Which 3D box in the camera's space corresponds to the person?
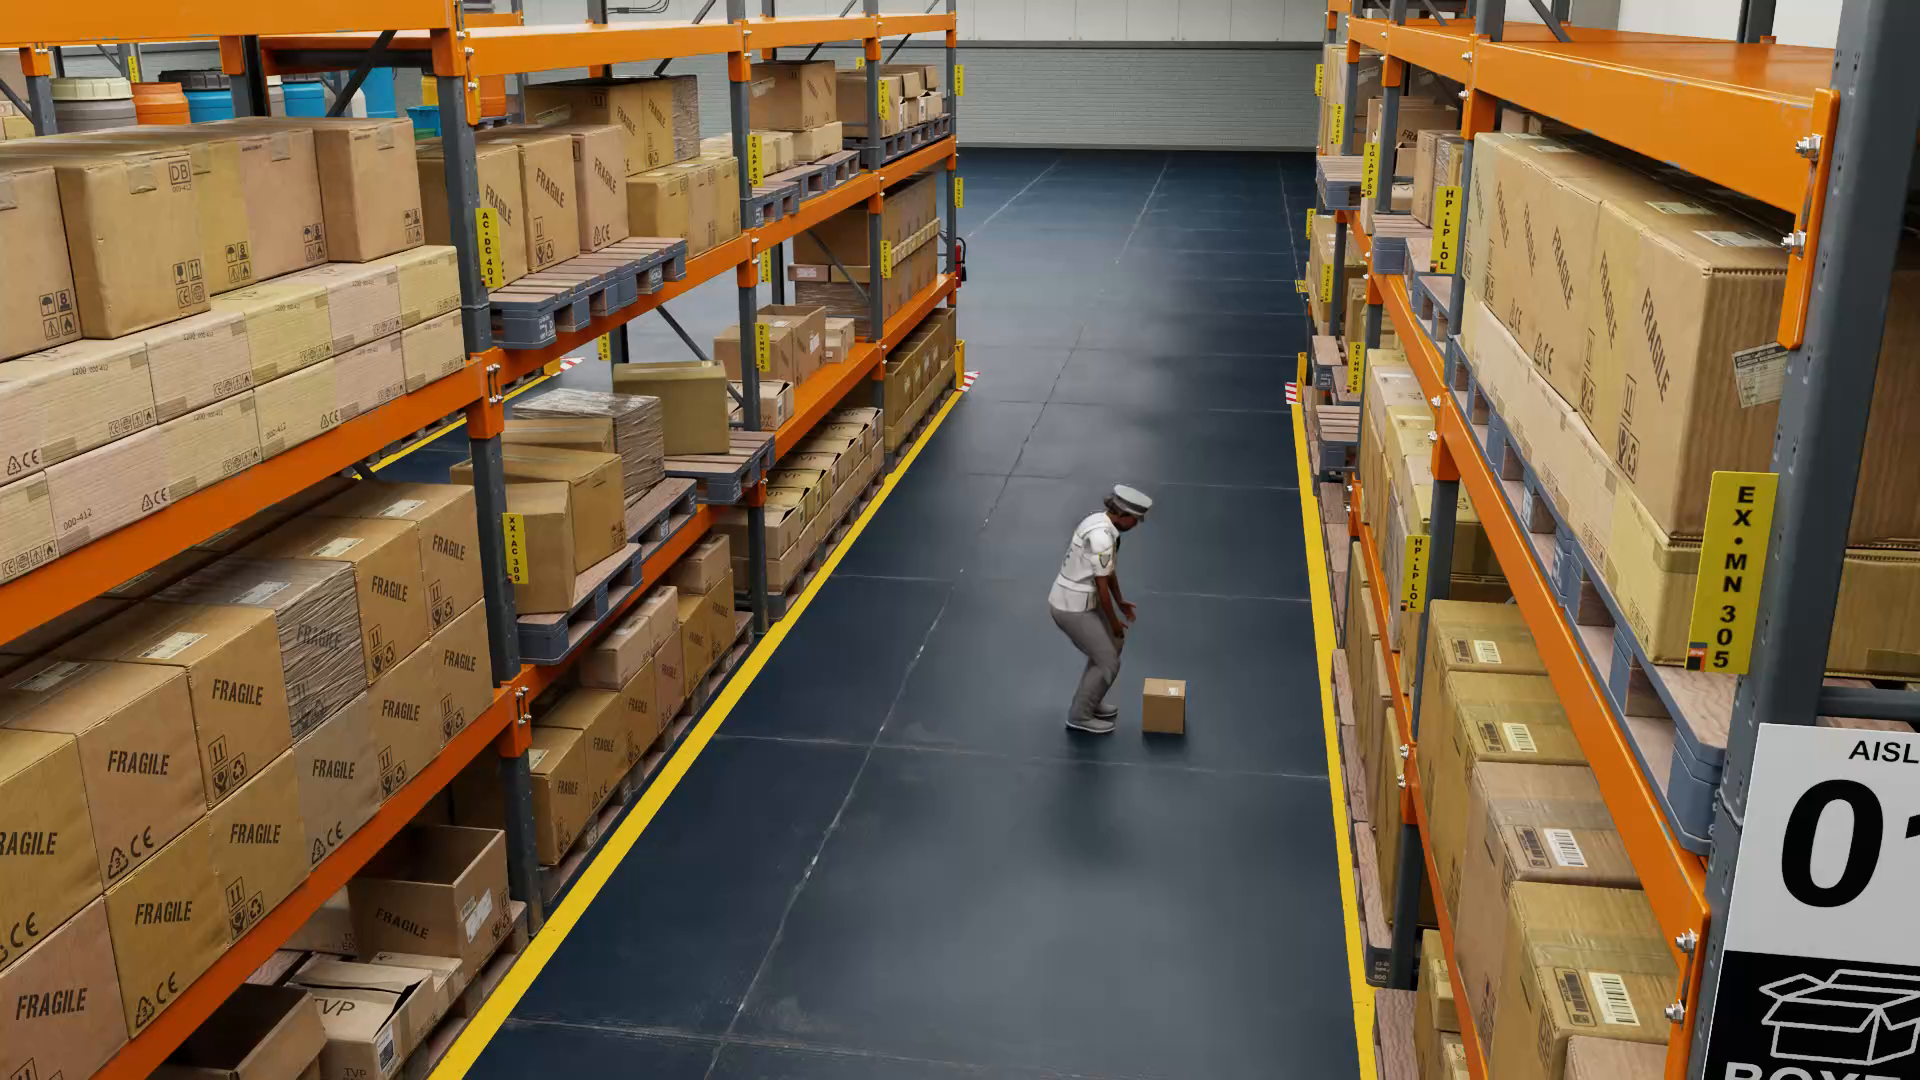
[{"bbox_3d":[0.842,0.401,10.093,0.607,1.508,0.487,3,18,9],"label":"person"}]
